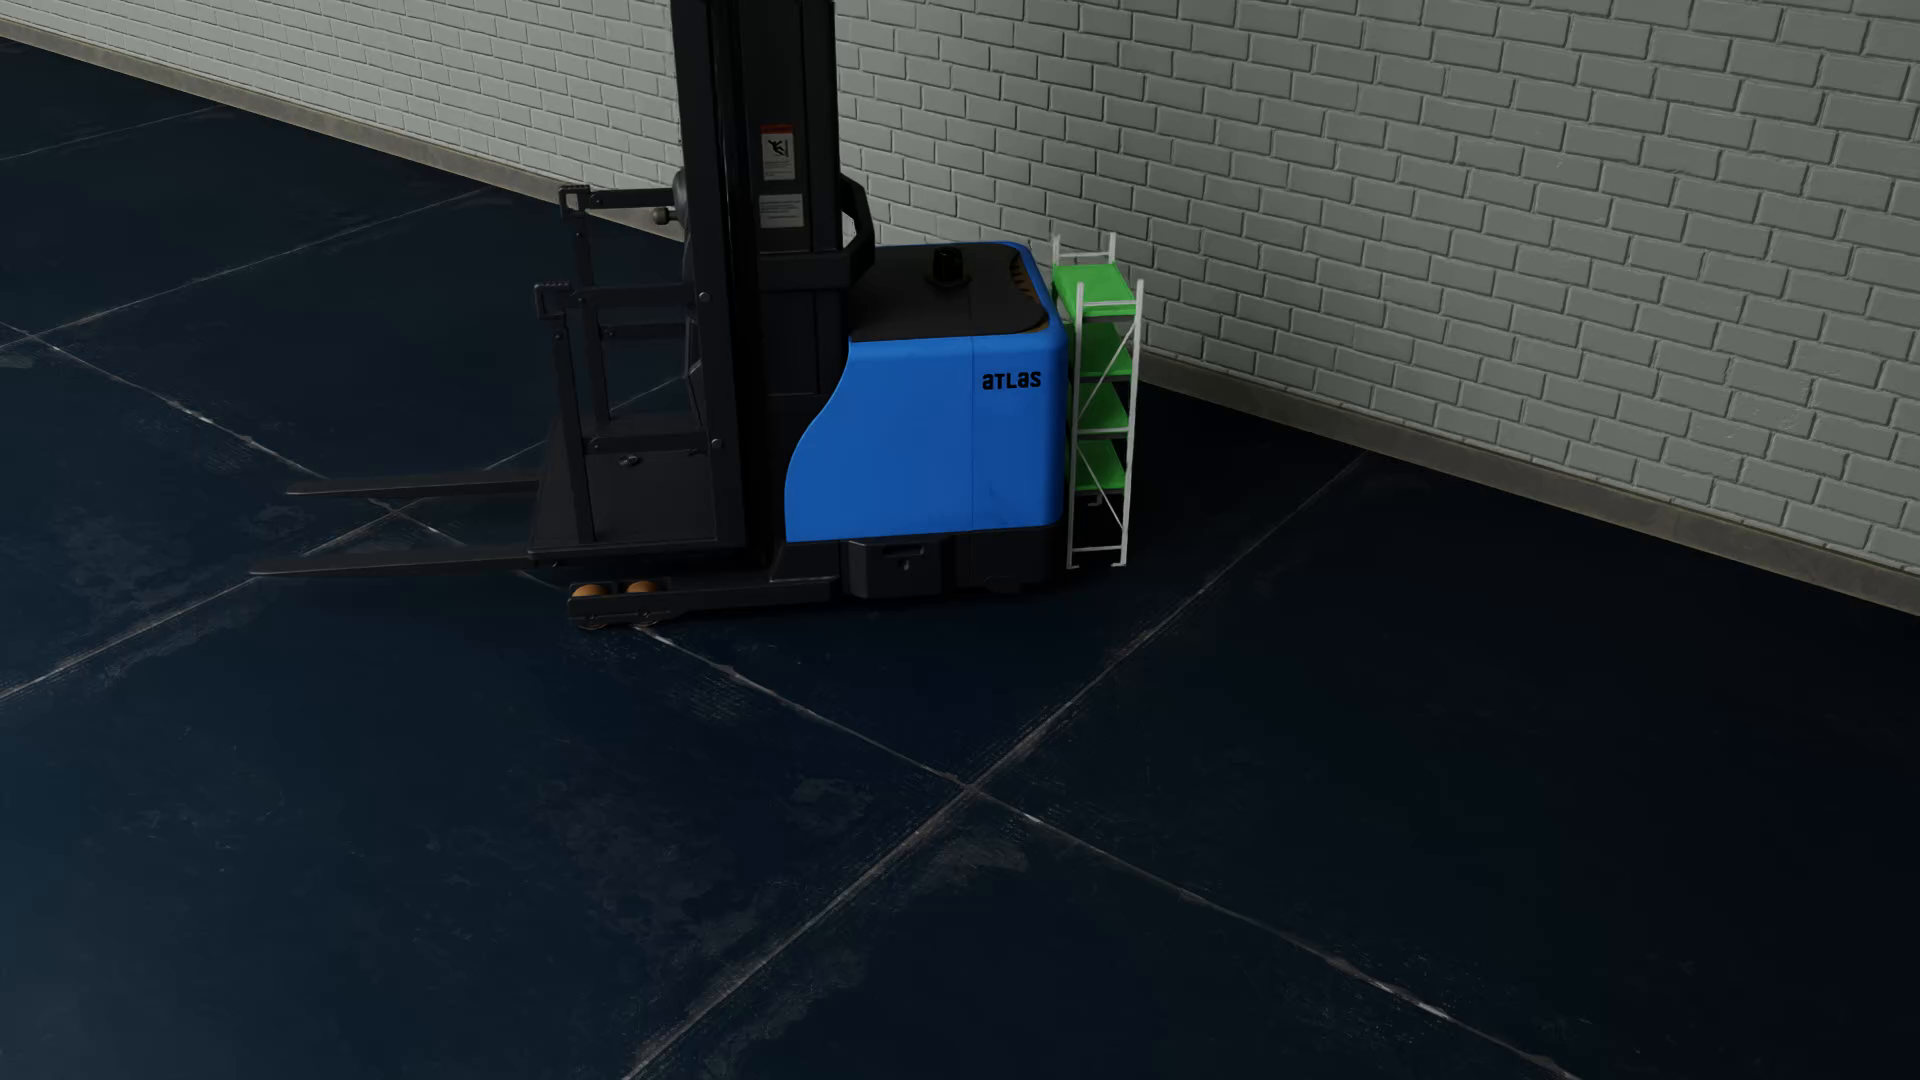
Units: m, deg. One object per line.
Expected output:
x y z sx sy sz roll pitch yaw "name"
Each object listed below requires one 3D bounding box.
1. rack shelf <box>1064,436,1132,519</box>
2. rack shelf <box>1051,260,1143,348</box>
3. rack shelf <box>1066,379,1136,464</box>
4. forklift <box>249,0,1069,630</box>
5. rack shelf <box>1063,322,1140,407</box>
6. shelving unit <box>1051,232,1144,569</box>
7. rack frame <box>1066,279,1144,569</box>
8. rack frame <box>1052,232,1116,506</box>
0.507 -0.273 6.629 0.258 0.148 0.480 -4 31 -6 "rack shelf"
0.510 -0.893 6.263 0.258 0.148 0.480 -4 31 -6 "rack shelf"
0.508 -0.480 6.507 0.258 0.148 0.480 -4 31 -6 "rack shelf"
-1.152 -1.213 5.922 3.031 2.935 1.130 -4 31 -6 "forklift"
0.509 -0.686 6.385 0.258 0.148 0.480 -4 31 -6 "rack shelf"
0.508 -0.535 6.475 0.258 1.200 0.503 -4 31 -6 "shelving unit"
0.539 -0.411 6.266 0.240 1.200 0.015 -4 31 -6 "rack frame"
0.478 -0.658 6.683 0.240 1.200 0.015 -4 31 -6 "rack frame"
